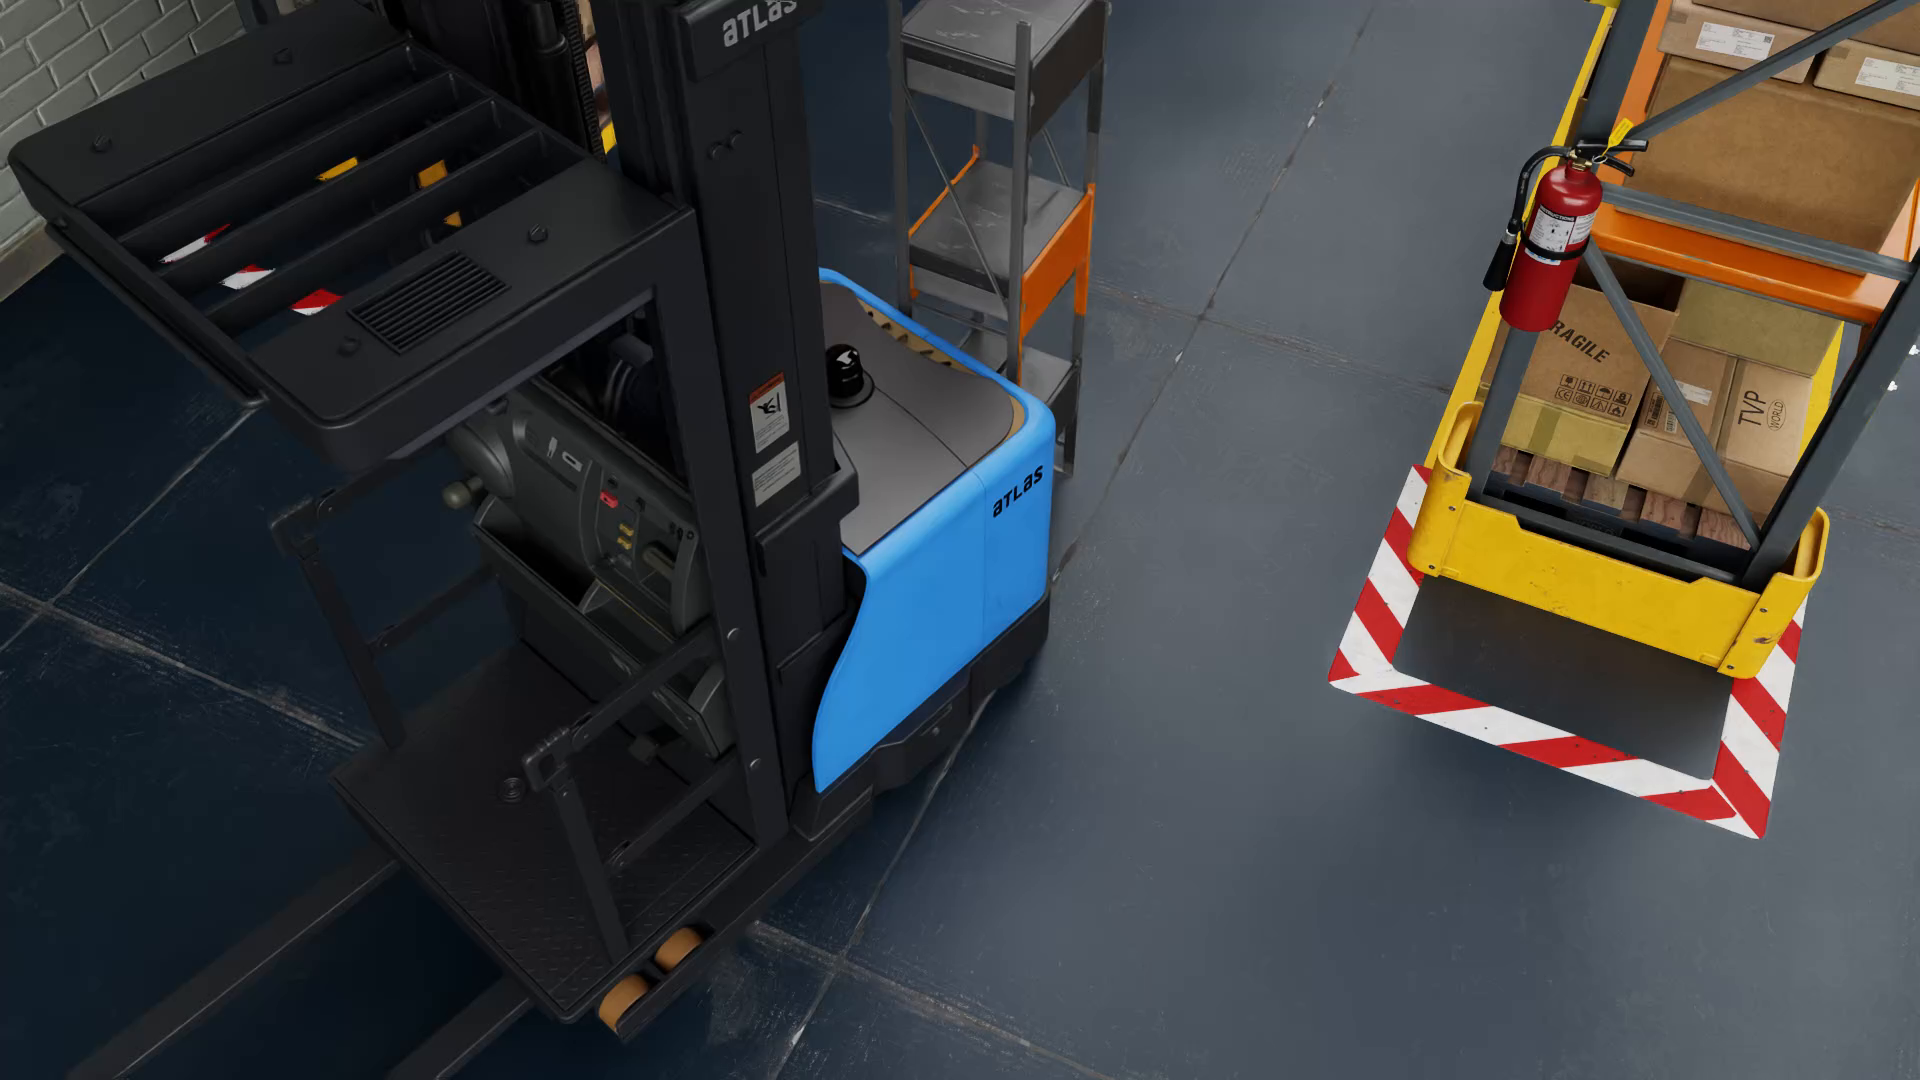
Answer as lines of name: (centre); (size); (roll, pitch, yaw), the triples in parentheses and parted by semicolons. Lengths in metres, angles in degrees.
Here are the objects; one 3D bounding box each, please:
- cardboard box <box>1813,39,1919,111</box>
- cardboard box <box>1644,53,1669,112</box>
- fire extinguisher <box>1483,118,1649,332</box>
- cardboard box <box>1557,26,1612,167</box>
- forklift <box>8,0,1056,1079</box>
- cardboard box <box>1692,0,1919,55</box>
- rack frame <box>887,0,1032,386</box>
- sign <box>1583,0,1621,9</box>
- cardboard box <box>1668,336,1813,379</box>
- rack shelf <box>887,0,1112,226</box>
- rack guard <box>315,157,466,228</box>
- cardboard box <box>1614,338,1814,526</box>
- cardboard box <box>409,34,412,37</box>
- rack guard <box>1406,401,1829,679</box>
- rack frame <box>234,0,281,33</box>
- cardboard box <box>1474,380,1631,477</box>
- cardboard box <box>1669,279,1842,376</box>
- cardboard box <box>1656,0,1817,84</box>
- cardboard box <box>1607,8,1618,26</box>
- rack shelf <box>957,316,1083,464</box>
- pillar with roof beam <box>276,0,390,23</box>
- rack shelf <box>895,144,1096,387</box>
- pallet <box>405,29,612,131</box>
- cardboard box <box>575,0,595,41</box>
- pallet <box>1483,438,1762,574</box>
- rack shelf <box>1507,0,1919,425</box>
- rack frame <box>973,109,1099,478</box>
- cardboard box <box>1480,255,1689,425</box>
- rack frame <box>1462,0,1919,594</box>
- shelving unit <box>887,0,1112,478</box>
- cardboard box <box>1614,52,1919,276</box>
cardboard box: (2.483, -1.274, 4.373); (0.380, 0.149, 0.250); (19, 52, 16)
cardboard box: (2.552, -1.545, 5.029); (0.700, 0.500, 0.500); (21, 53, 17)
fire extinguisher: (1.650, -0.876, 4.577); (0.296, 0.674, 0.183); (20, 52, 16)
cardboard box: (2.495, -1.479, 6.076); (0.500, 0.500, 0.500); (20, 52, 16)
forklift: (-1.082, -0.036, 3.856); (1.130, 2.935, 3.031); (35, 58, 26)
cardboard box: (2.354, -1.638, 4.257); (0.700, 0.500, 0.500); (20, 52, 16)
rack frame: (-0.004, -0.651, 4.925); (0.400, 2.100, 0.015); (22, 53, 18)
sign: (1.636, -1.470, 4.115); (0.100, 0.325, 0.005); (20, 52, 16)
cardboard box: (2.761, -0.719, 5.922); (0.500, 0.250, 0.500); (20, 52, 16)
rack shelf: (0.110, -1.260, 4.542); (0.431, 0.518, 0.480); (22, 53, 18)
rack guard: (-2.327, -1.683, 6.854); (1.175, 0.500, 0.348); (20, 52, 16)
cardboard box: (2.551, -0.374, 5.628); (0.500, 0.250, 0.500); (20, 52, 16)
cardboard box: (-1.983, -2.159, 7.094); (0.500, 0.311, 0.500); (14, 51, 12)
rack guard: (2.110, -0.005, 5.426); (1.175, 0.500, 0.348); (20, 52, 16)
rack frame: (-2.360, -2.441, 5.857); (1.000, 3.000, 0.127); (20, 52, 16)
cardboard box: (2.082, -0.542, 5.771); (0.500, 0.250, 0.500); (20, 52, 16)
cardboard box: (2.763, -0.962, 5.636); (0.500, 0.500, 0.500); (20, 52, 16)
cardboard box: (2.111, -1.399, 4.480); (0.380, 0.149, 0.250); (19, 52, 15)
cardboard box: (2.709, -1.823, 6.369); (0.500, 0.500, 0.500); (20, 52, 16)
rack shelf: (0.110, -0.353, 5.608); (0.431, 0.518, 0.480); (22, 53, 18)
pillar with roof beam: (1.049, -3.748, 3.030); (9.100, 9.000, 0.400); (20, 52, 16)
rack shelf: (0.110, -0.806, 5.075); (0.431, 0.518, 0.480); (22, 53, 18)
pallet: (-1.948, -2.138, 7.430); (1.003, 0.211, 1.213); (20, 52, 16)
cardboard box: (-1.739, -2.552, 7.428); (0.500, 0.311, 0.500); (24, 54, 19)
pallet: (2.409, -0.468, 6.010); (1.003, 0.211, 1.213); (20, 52, 16)
rack shelf: (2.975, -1.976, 5.934); (1.077, 0.370, 4.000); (20, 52, 16)
rack frame: (0.225, -0.979, 5.204); (0.400, 2.100, 0.015); (22, 53, 18)
cardboard box: (2.081, -0.786, 5.486); (0.500, 0.500, 0.500); (20, 52, 16)
rack frame: (2.121, -0.832, 4.488); (1.000, 3.000, 0.127); (20, 52, 16)
shelving unit: (0.110, -0.815, 5.065); (0.431, 2.100, 0.503); (22, 53, 18)
cardboard box: (2.332, -1.181, 4.720); (0.700, 0.500, 0.500); (20, 52, 16)
